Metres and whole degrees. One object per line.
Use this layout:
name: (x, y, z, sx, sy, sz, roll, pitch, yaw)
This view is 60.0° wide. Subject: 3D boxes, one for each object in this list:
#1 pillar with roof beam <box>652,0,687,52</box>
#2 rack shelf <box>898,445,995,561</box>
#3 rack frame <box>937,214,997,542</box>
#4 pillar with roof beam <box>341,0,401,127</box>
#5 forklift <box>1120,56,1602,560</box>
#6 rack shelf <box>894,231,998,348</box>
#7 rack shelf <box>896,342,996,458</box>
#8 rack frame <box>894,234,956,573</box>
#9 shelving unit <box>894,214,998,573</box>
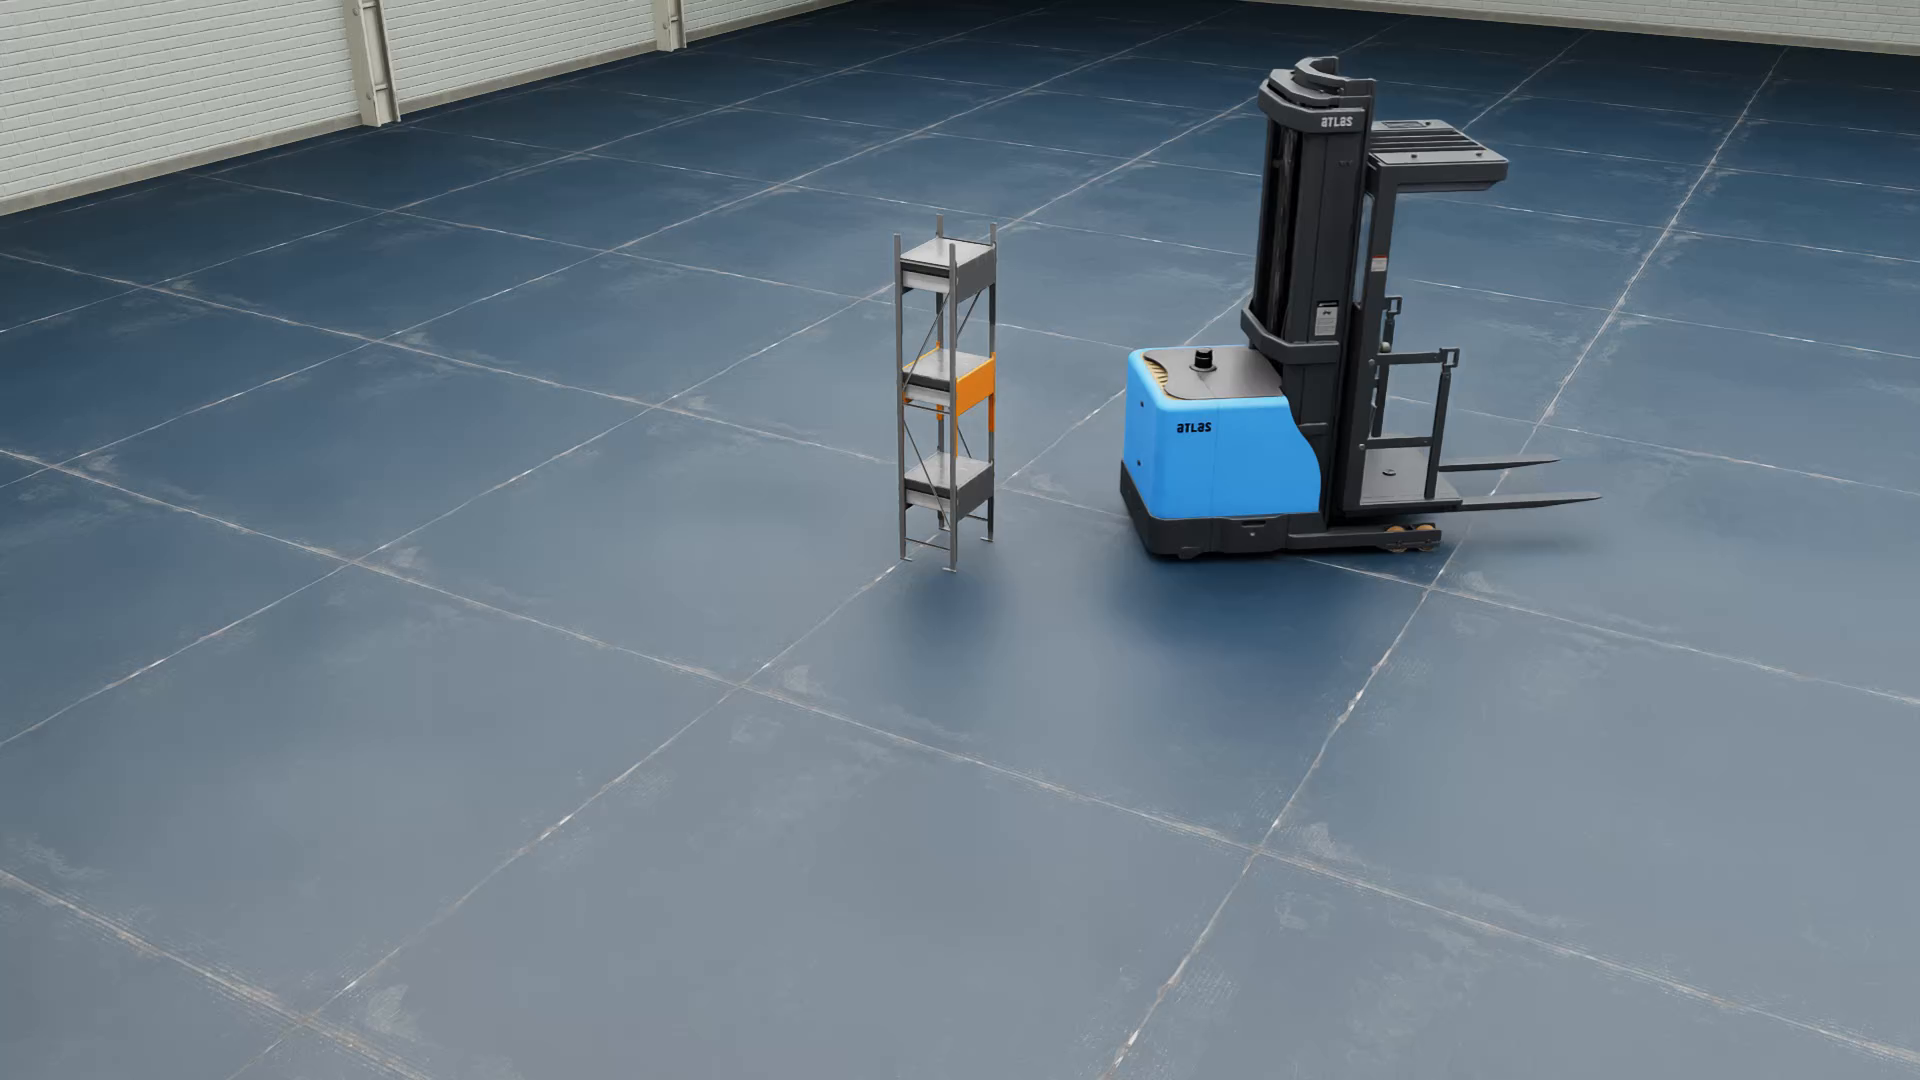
pillar with roof beam: (-0.809, -10.830, 22.331, 9.100, 9.000, 0.400, 14, 30, 26)
rack shelf: (-0.081, -0.236, 10.471, 0.431, 0.518, 0.480, 14, 30, 26)
rack frame: (0.039, -0.970, 10.341, 0.400, 2.100, 0.015, 14, 30, 26)
pillar with roof beam: (-3.760, -8.491, 17.660, 9.100, 9.000, 0.400, 14, 30, 26)
forklift: (2.634, -1.461, 10.394, 3.031, 2.935, 1.130, -3, 27, -6)
rack shelf: (-0.081, -1.488, 9.844, 0.431, 0.518, 0.480, 14, 30, 26)
rack shelf: (-0.081, -0.862, 10.157, 0.431, 0.518, 0.480, 14, 30, 26)
rack frame: (-0.201, -0.779, 9.961, 0.400, 2.100, 0.015, 14, 30, 26)
shelving unit: (-0.081, -0.874, 10.151, 0.431, 2.100, 0.503, 14, 30, 26)
